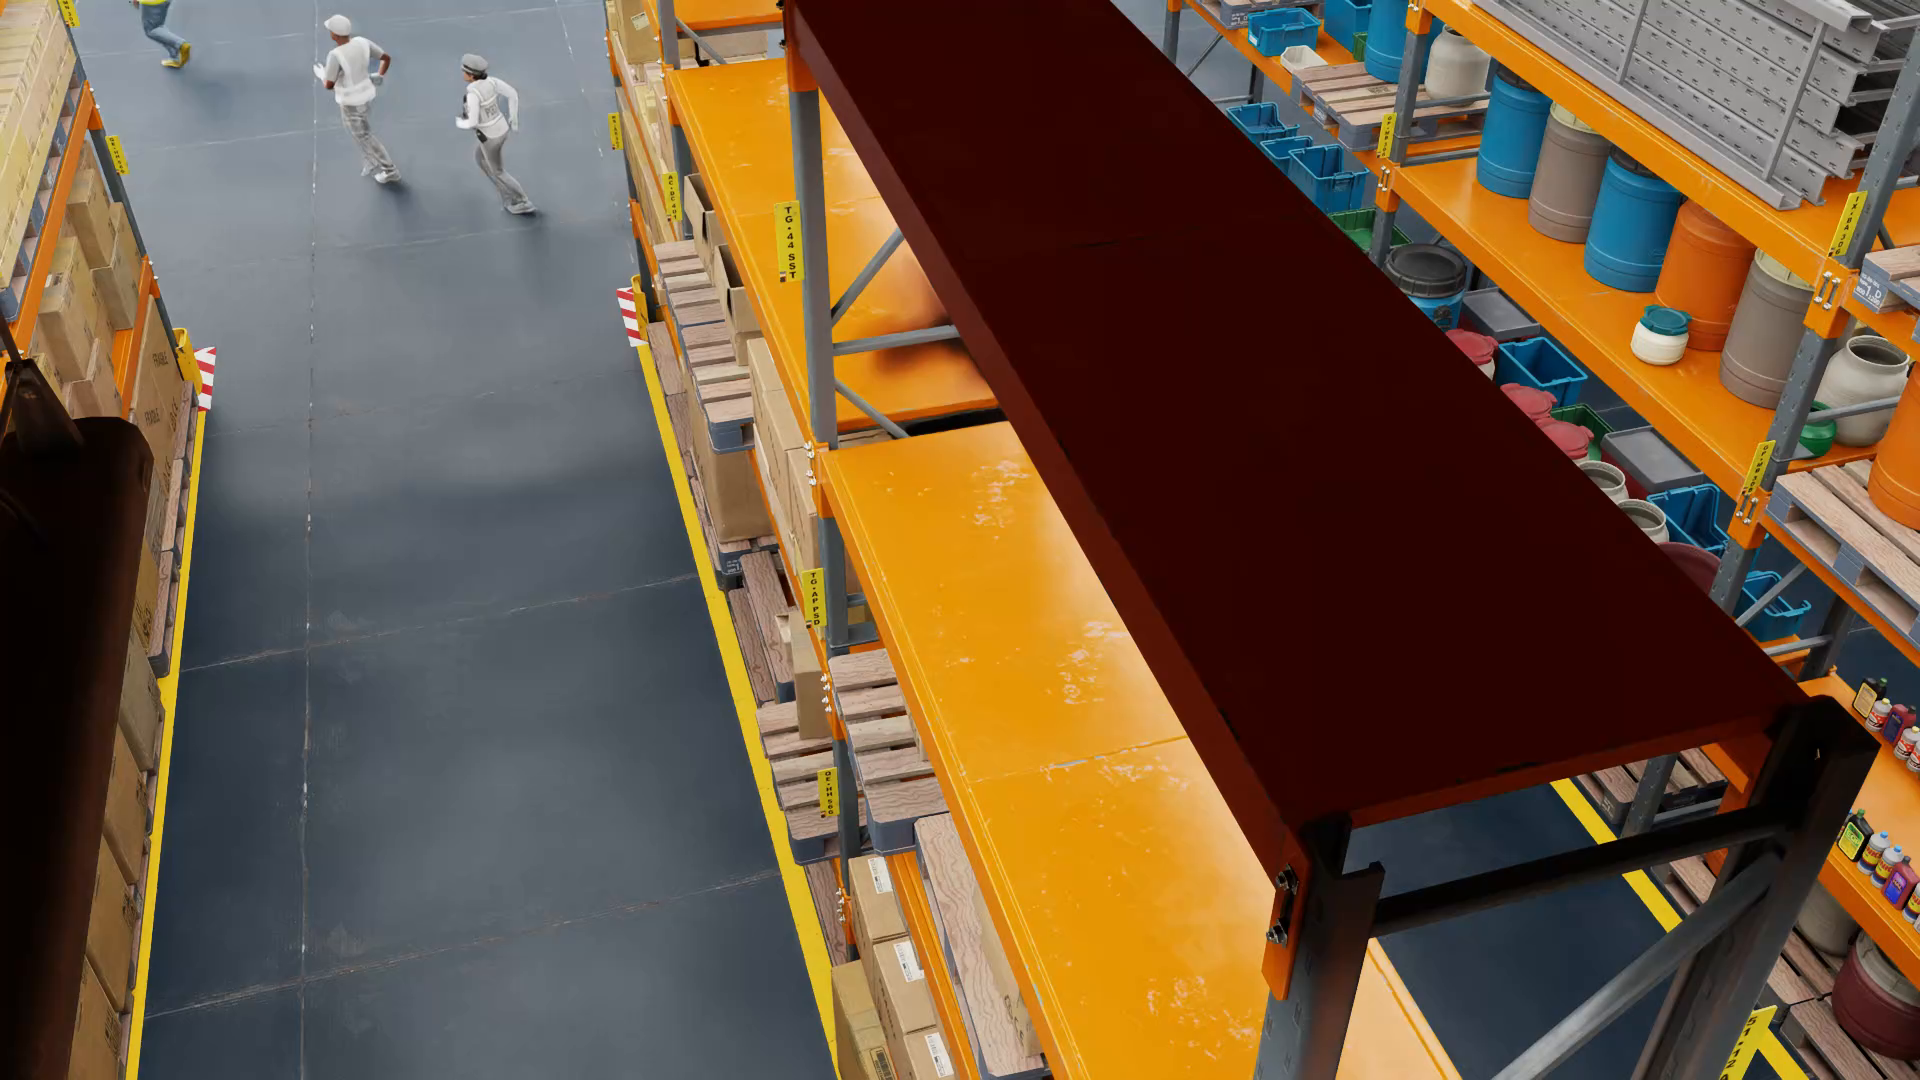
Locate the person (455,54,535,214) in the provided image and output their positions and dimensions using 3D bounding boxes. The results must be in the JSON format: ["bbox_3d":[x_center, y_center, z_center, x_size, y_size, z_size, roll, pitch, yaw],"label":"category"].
[{"bbox_3d":[-4.676,-4.025,16.589,0.679,1.690,0.613,7,39,9],"label":"person"}]

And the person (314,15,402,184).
[{"bbox_3d":[-6.204,-4.504,17.082,0.758,1.831,0.659,11,40,13],"label":"person"}]

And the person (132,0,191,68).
[{"bbox_3d":[-9.389,-6.353,19.462,0.564,1.720,0.733,10,39,12],"label":"person"}]
